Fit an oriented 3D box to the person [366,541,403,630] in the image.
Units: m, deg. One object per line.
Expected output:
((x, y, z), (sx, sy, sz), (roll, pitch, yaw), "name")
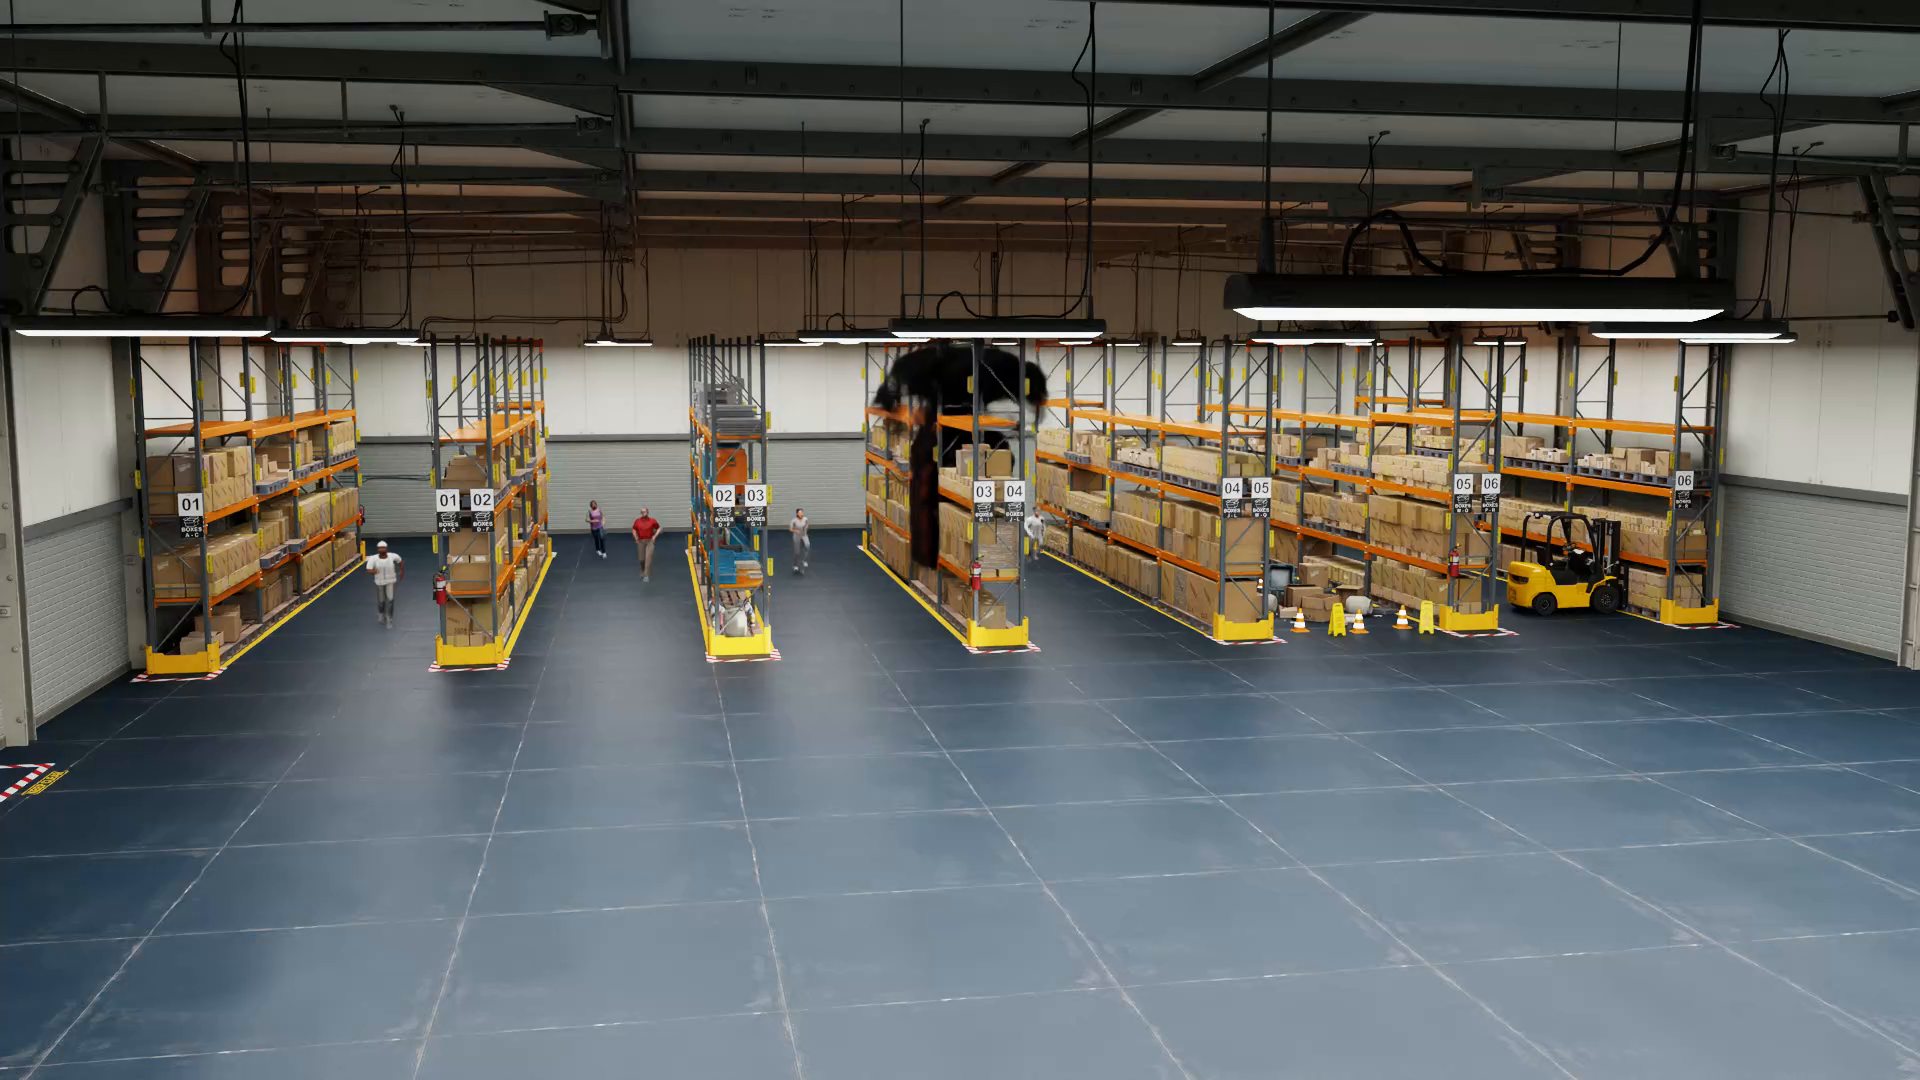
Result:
((-11.876, 0.917, 34.374), (0.710, 1.820, 0.891), (-2, 7, -16), "person")

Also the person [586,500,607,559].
((-10.040, -0.303, 45.789), (0.552, 1.596, 0.769), (-3, 7, -24), "person")

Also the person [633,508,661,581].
((-7.412, 0.094, 39.338), (0.662, 1.710, 0.618), (0, 7, -3), "person")

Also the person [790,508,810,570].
((-4.113, -0.015, 42.544), (0.518, 1.633, 0.917), (-2, 7, -15), "person")

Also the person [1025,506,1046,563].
((1.972, -0.136, 43.464), (0.642, 1.537, 0.879), (-2, 7, -16), "person")
